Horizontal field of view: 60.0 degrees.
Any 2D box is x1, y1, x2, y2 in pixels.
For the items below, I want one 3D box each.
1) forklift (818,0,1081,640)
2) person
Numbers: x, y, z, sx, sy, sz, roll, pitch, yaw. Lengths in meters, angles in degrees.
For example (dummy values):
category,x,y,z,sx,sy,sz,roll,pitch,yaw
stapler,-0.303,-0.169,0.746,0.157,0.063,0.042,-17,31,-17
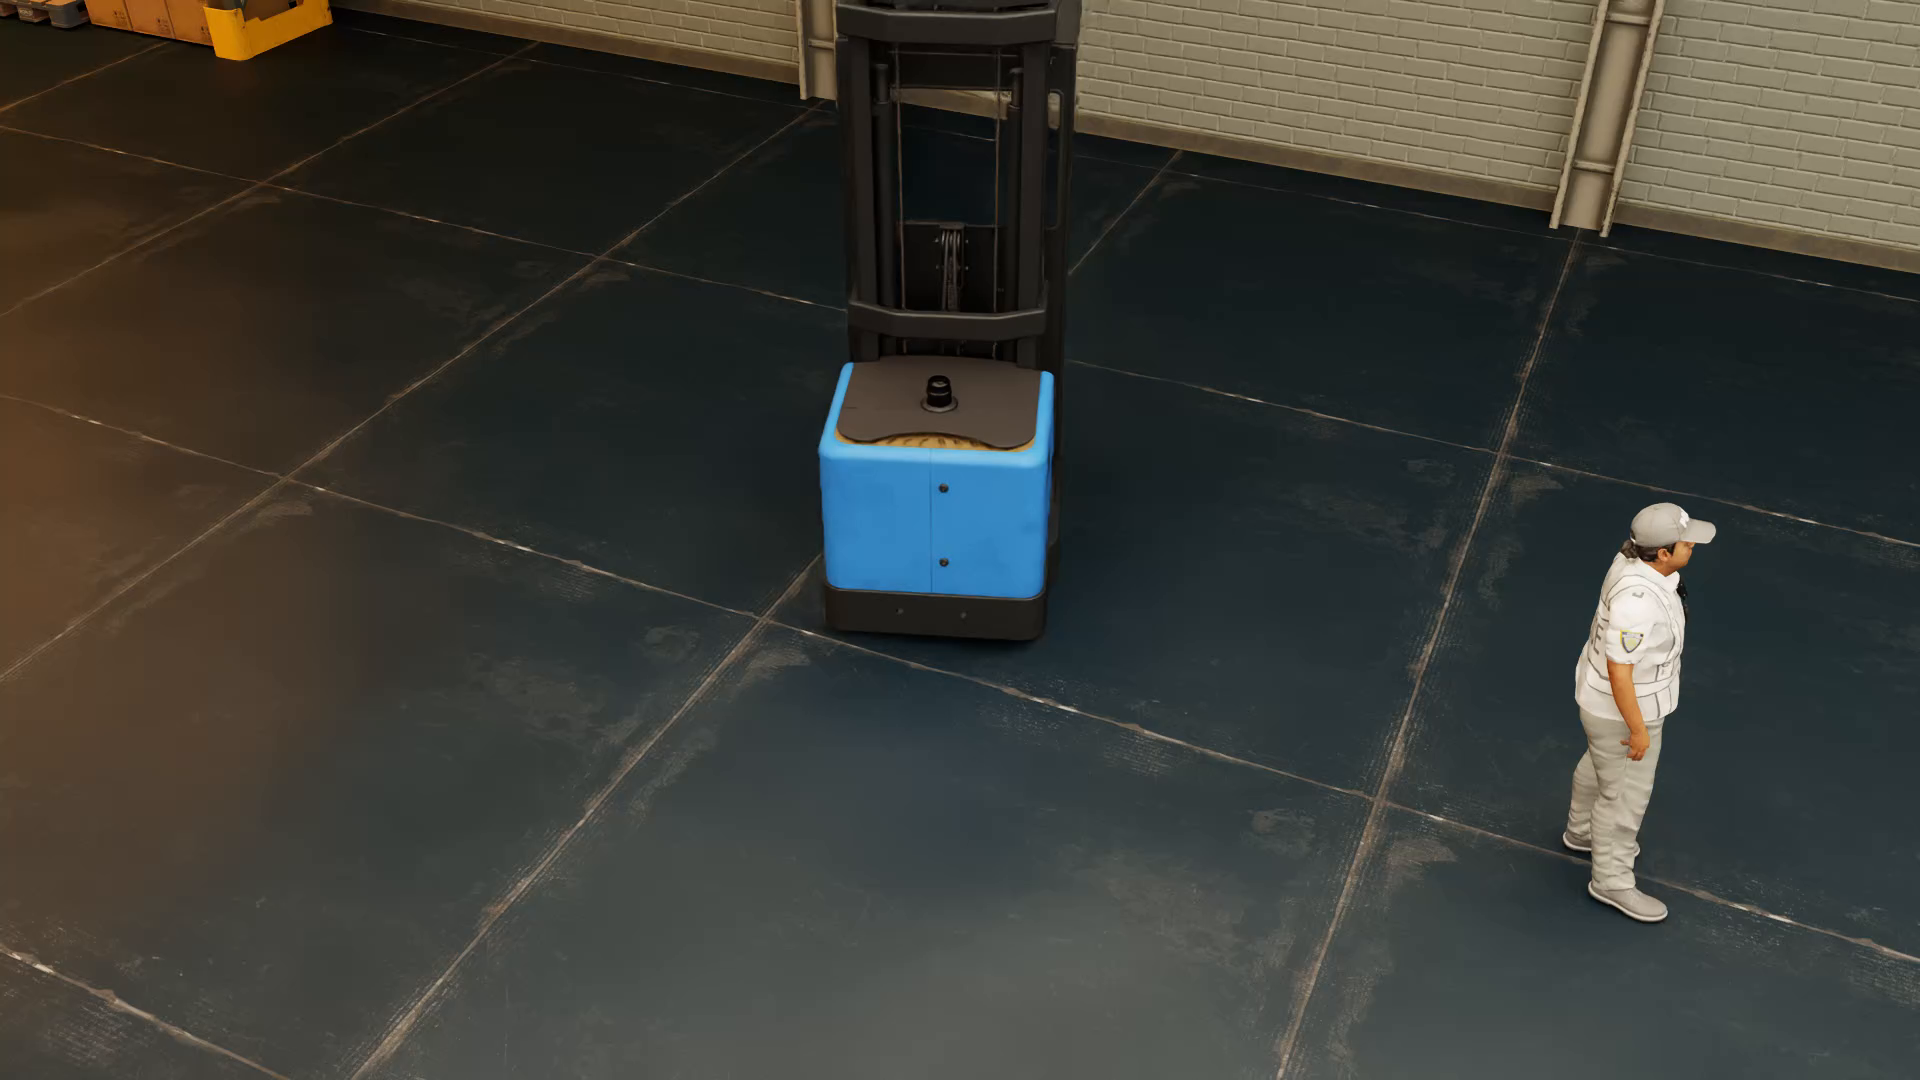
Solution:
category,x,y,z,sx,sy,sz,roll,pitch,yaw
forklift,0.004,-1.559,8.272,1.130,2.935,3.031,3,36,4
person,2.599,0.618,6.296,0.529,1.670,0.598,11,37,16
